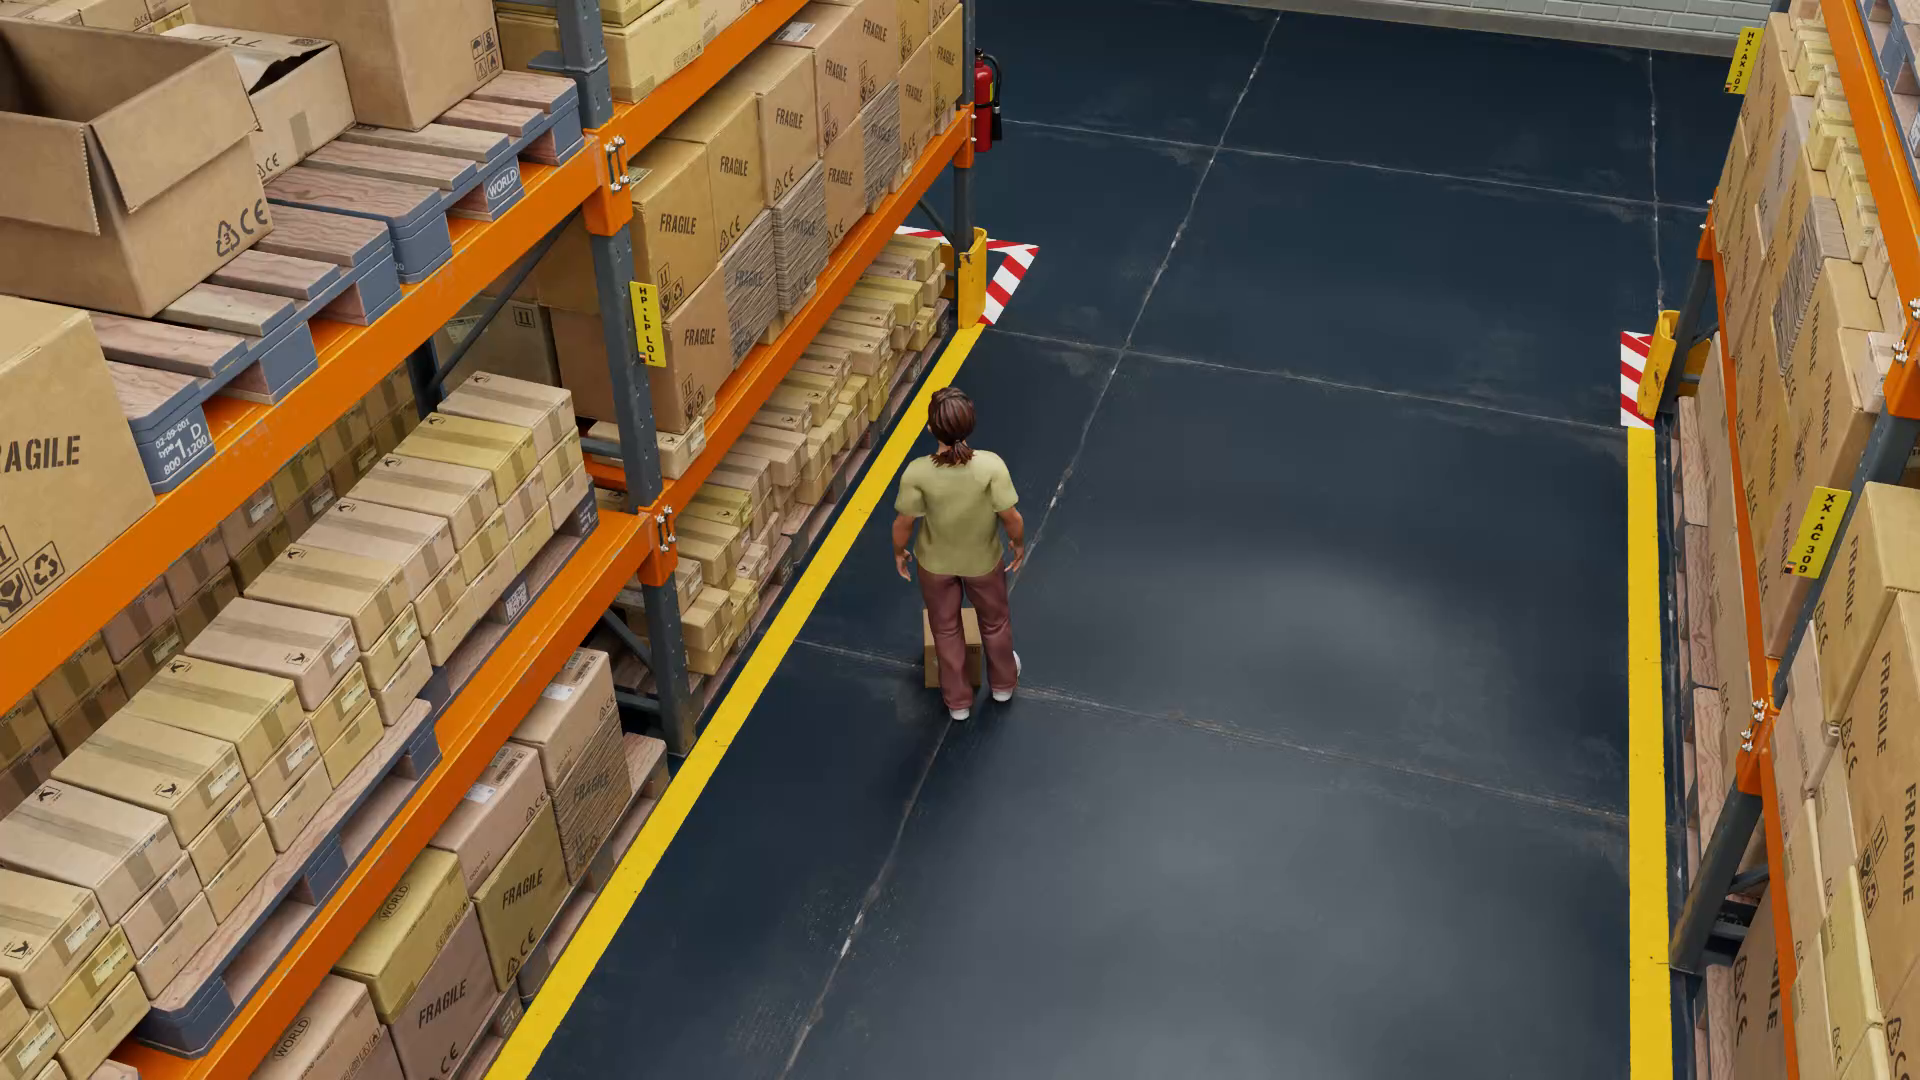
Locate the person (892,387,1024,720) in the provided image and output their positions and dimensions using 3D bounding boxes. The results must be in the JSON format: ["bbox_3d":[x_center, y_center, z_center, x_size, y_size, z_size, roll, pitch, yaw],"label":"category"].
[{"bbox_3d":[0.002,0.037,6.827,0.553,1.673,0.548,-1,37,-1],"label":"person"}]
